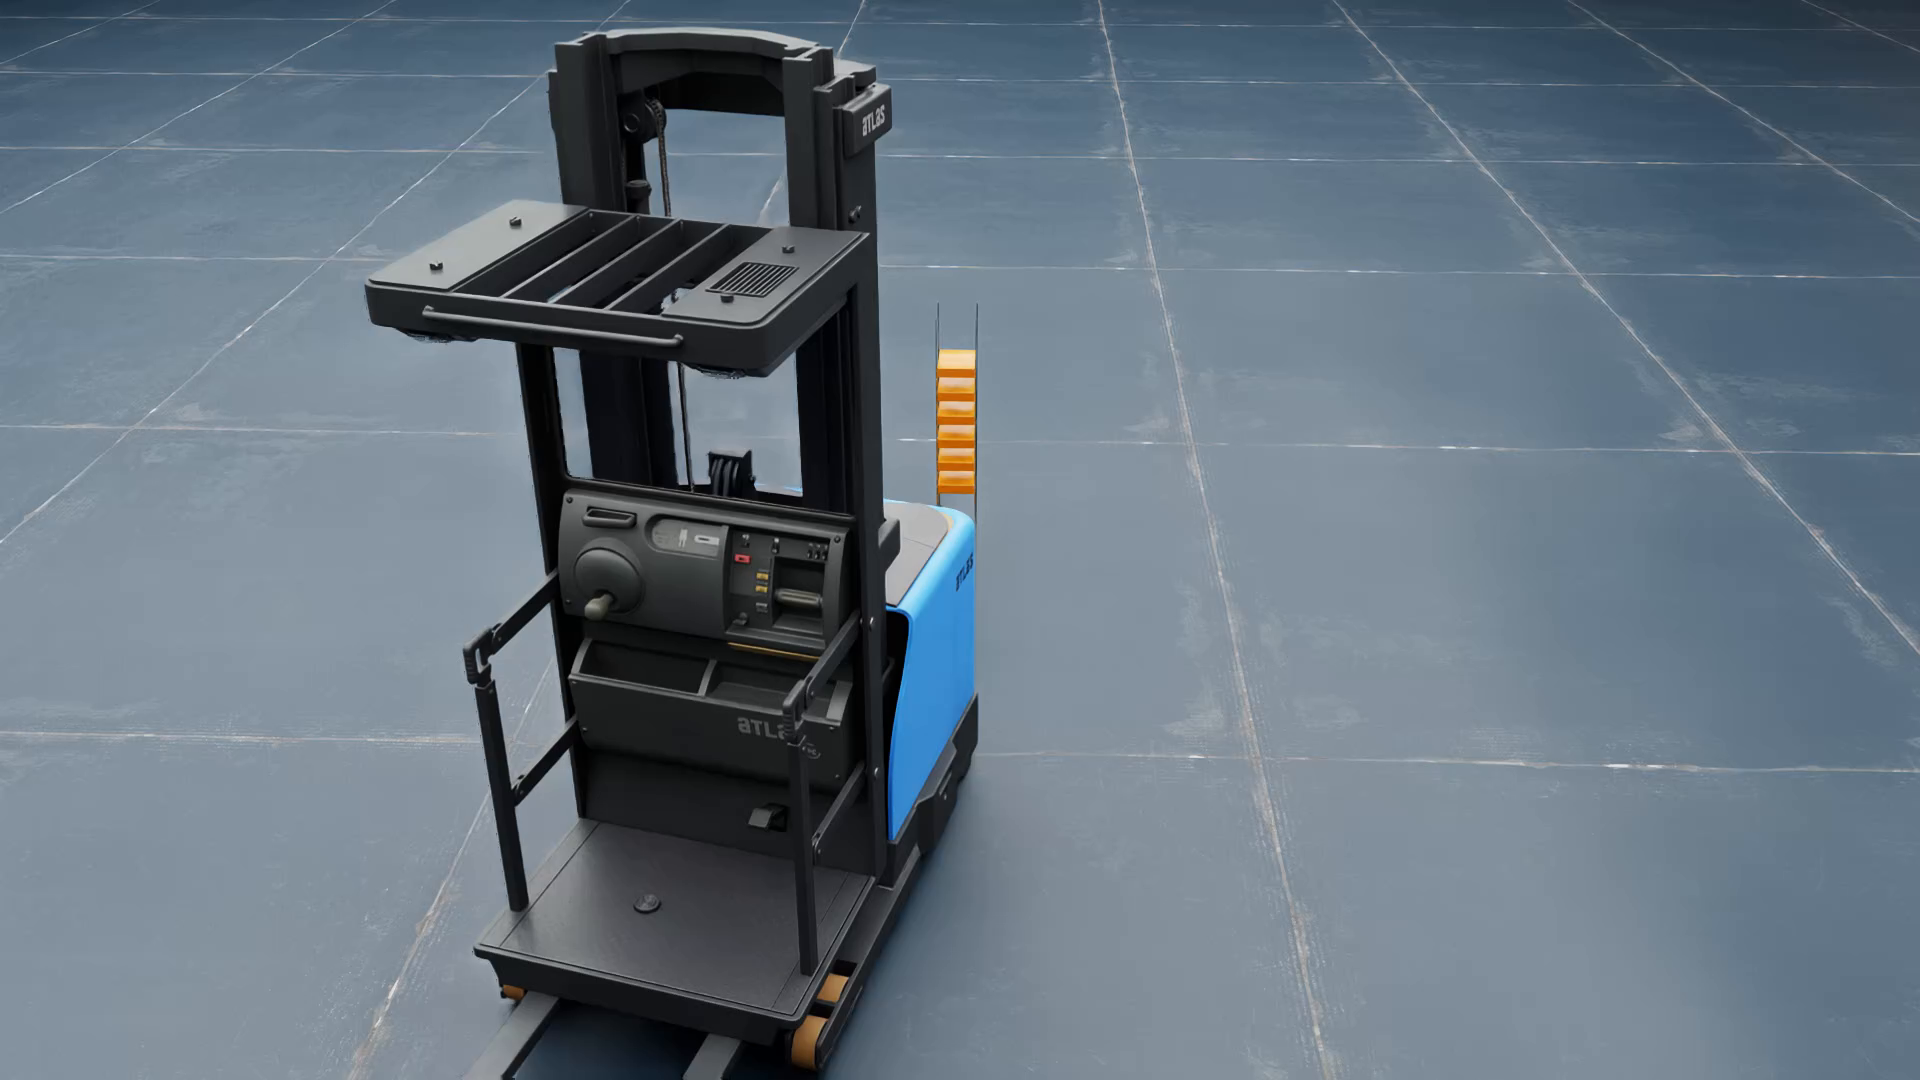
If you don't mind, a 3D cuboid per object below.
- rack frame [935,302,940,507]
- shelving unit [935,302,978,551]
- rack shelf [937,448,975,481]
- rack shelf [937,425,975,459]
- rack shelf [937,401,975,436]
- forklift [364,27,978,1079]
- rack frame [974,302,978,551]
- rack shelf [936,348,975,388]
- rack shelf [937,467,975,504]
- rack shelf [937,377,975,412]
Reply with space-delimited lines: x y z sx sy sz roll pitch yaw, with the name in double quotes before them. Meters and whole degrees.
"rack frame" -0.106 -0.532 7.972 0.006 1.200 0.240 1 28 2
"shelving unit" -0.014 -0.530 7.969 0.189 1.200 0.258 1 28 2
"rack shelf" -0.014 -0.385 8.046 0.180 0.103 0.258 1 28 2
"rack shelf" -0.014 -0.491 7.990 0.180 0.103 0.258 1 28 2
"rack shelf" -0.014 -0.597 7.934 0.180 0.103 0.258 1 28 2
"forklift" -0.850 0.136 4.863 1.130 2.935 3.031 8 29 15
"rack frame" 0.077 -0.529 7.967 0.006 1.200 0.240 1 28 2
"rack shelf" -0.014 -0.809 7.822 0.180 0.103 0.258 1 28 2
"rack shelf" -0.014 -0.279 8.103 0.180 0.103 0.258 1 28 2
"rack shelf" -0.014 -0.703 7.878 0.180 0.103 0.258 1 28 2
